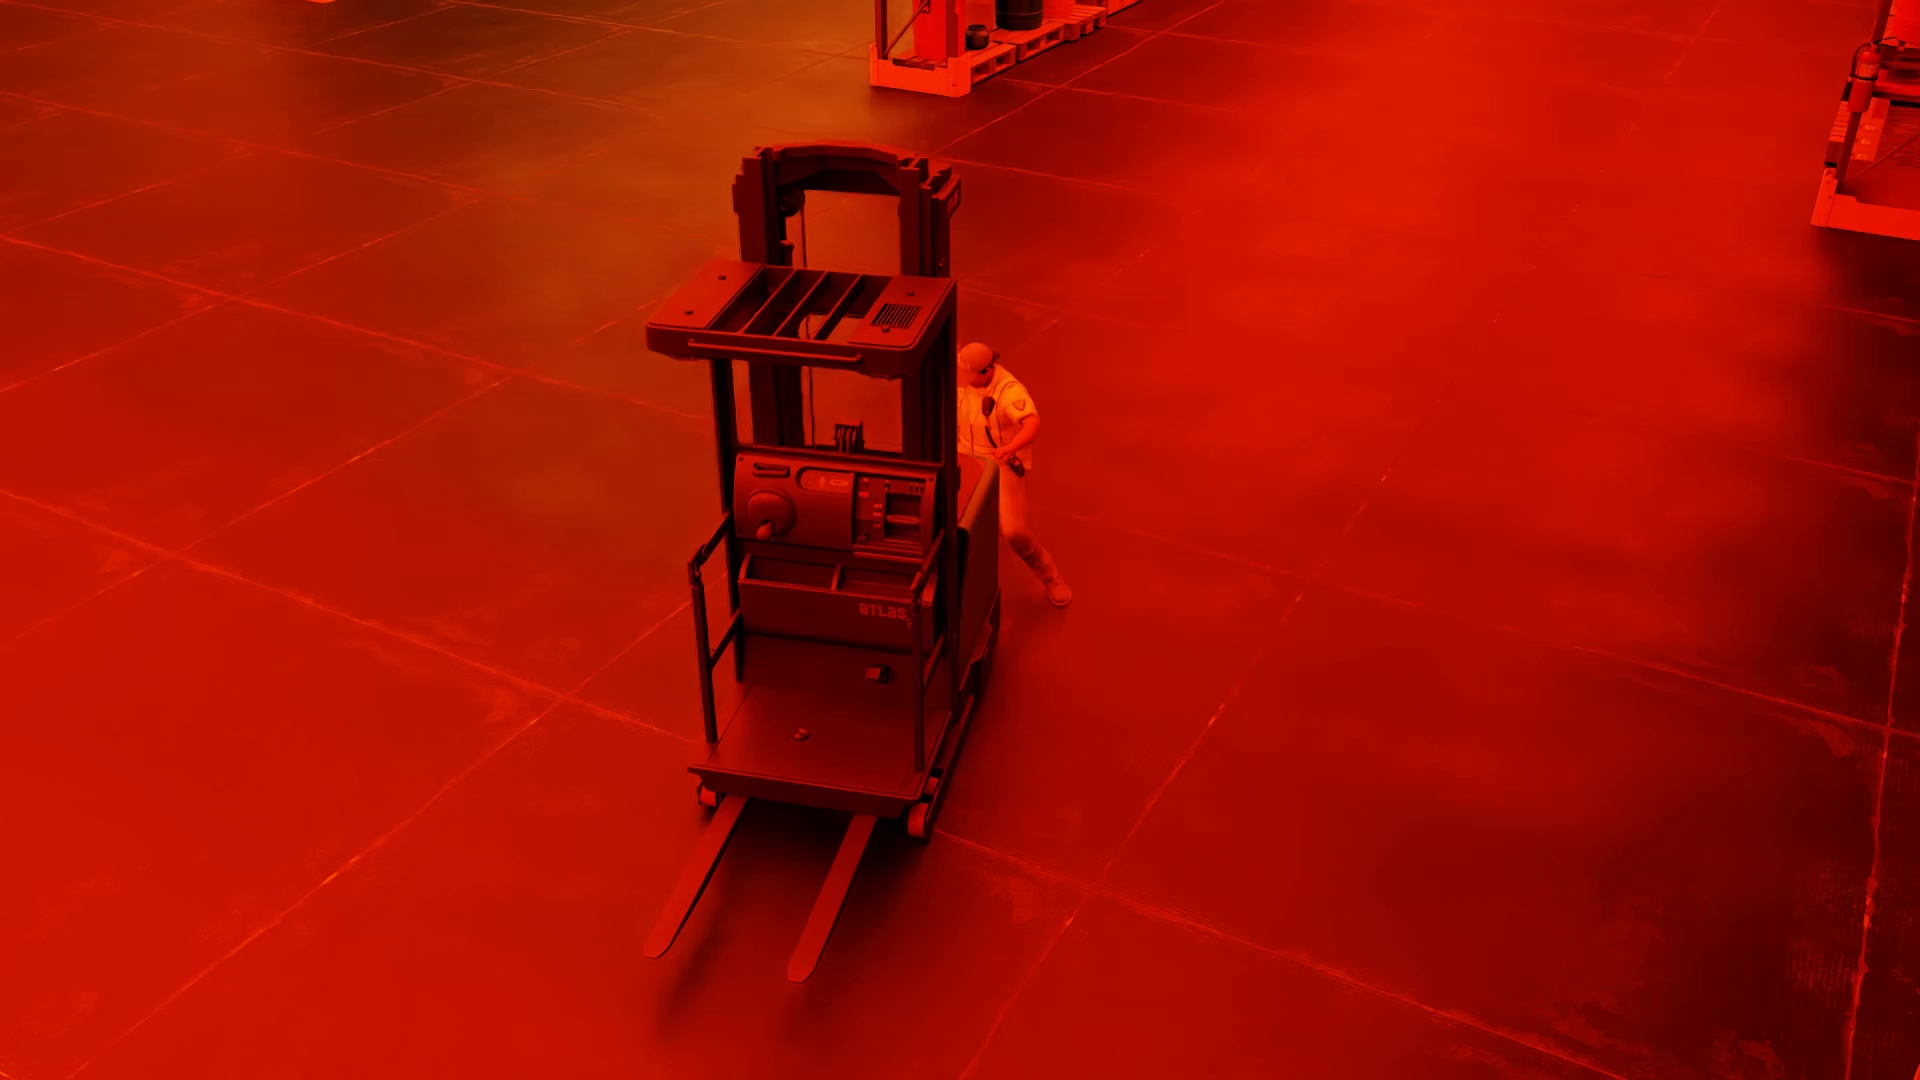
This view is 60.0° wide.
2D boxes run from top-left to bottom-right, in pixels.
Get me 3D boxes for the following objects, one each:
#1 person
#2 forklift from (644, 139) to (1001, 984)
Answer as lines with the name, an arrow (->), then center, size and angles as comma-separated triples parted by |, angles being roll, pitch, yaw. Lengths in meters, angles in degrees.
person -> 0.105, -0.405, 9.261 | 0.661, 1.441, 1.202 | -26, 39, -37
forklift -> -0.607, -0.109, 7.260 | 1.130, 2.935, 3.031 | 6, 31, 11
